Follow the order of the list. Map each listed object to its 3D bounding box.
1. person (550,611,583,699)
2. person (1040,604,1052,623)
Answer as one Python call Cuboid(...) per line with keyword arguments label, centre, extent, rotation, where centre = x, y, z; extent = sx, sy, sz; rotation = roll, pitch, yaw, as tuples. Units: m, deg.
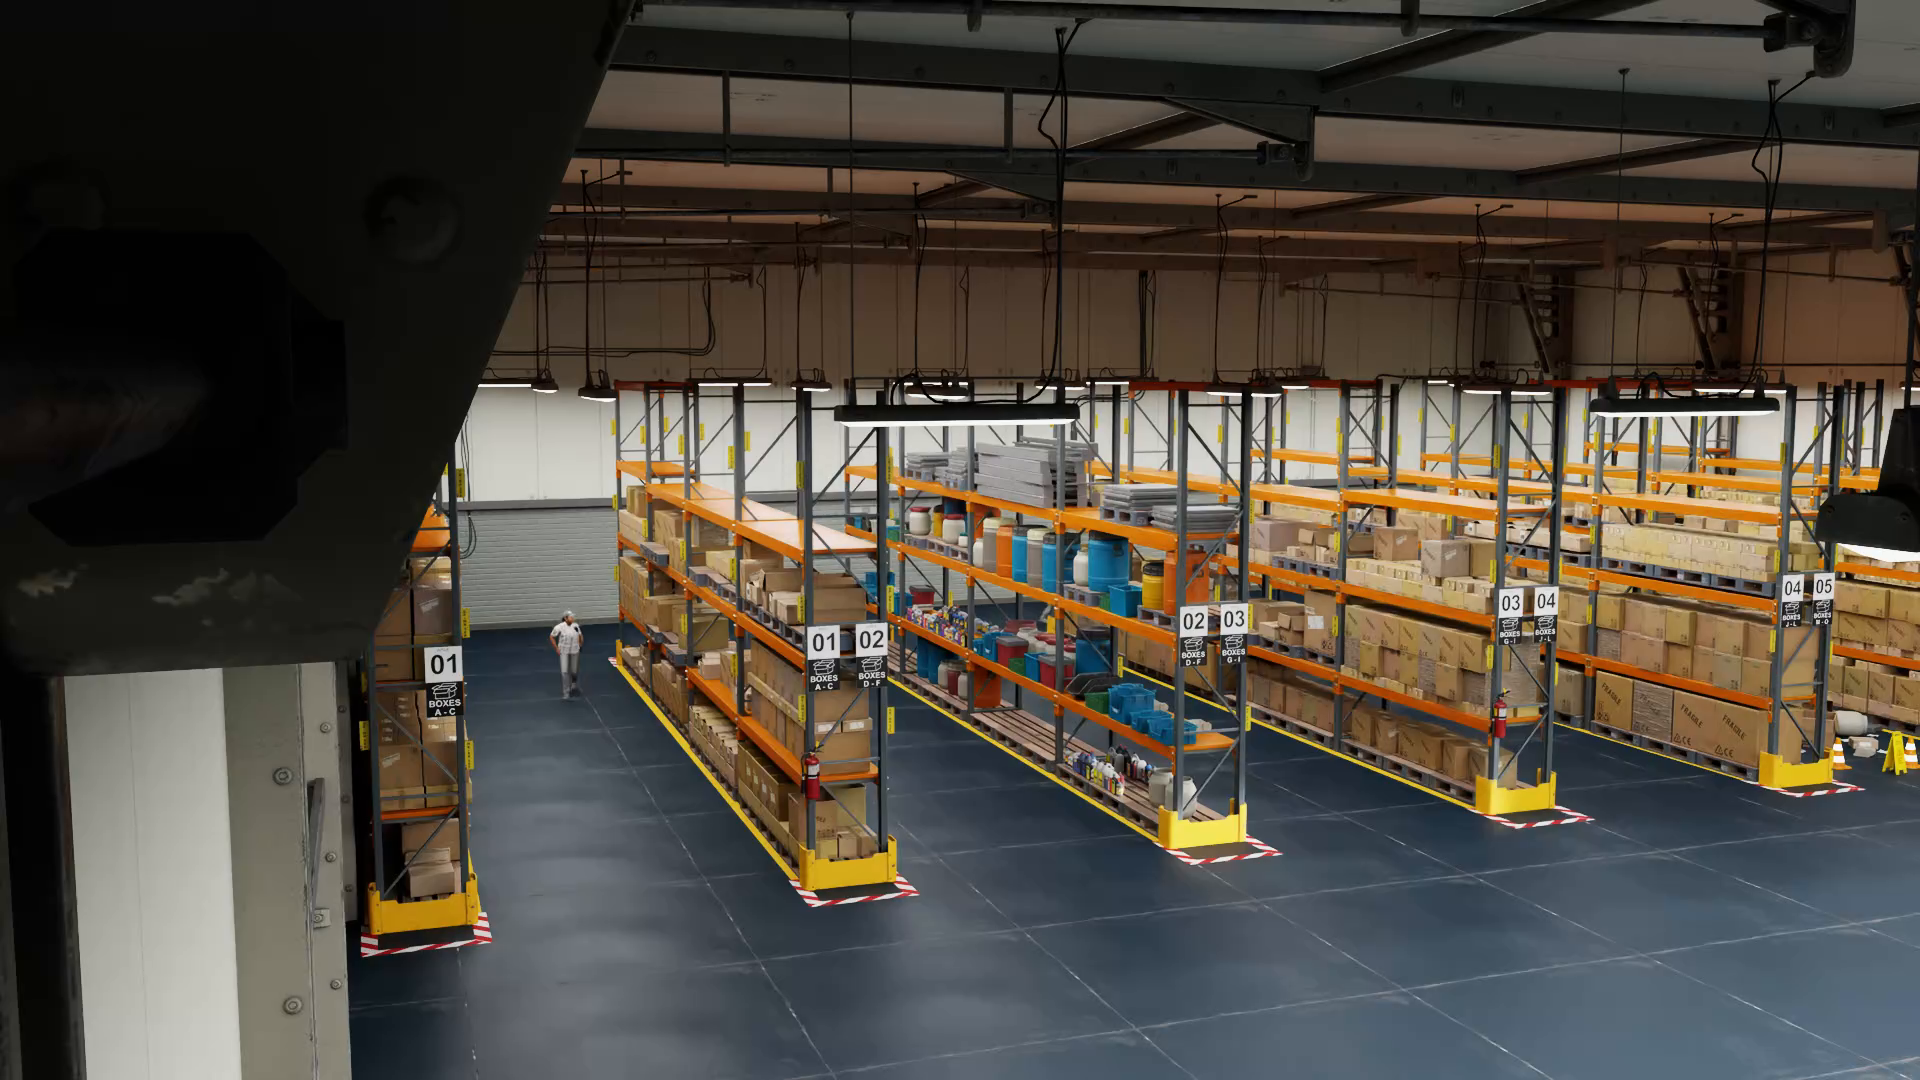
Cuboid(label="person", centre=(-7.521, 2.183, 31.807), extent=(0.623, 1.697, 0.724), rotation=(-1, 6, -14))
Cuboid(label="person", centre=(2.416, 1.240, 40.393), extent=(1.001, 1.626, 0.595), rotation=(4, 7, 30))
